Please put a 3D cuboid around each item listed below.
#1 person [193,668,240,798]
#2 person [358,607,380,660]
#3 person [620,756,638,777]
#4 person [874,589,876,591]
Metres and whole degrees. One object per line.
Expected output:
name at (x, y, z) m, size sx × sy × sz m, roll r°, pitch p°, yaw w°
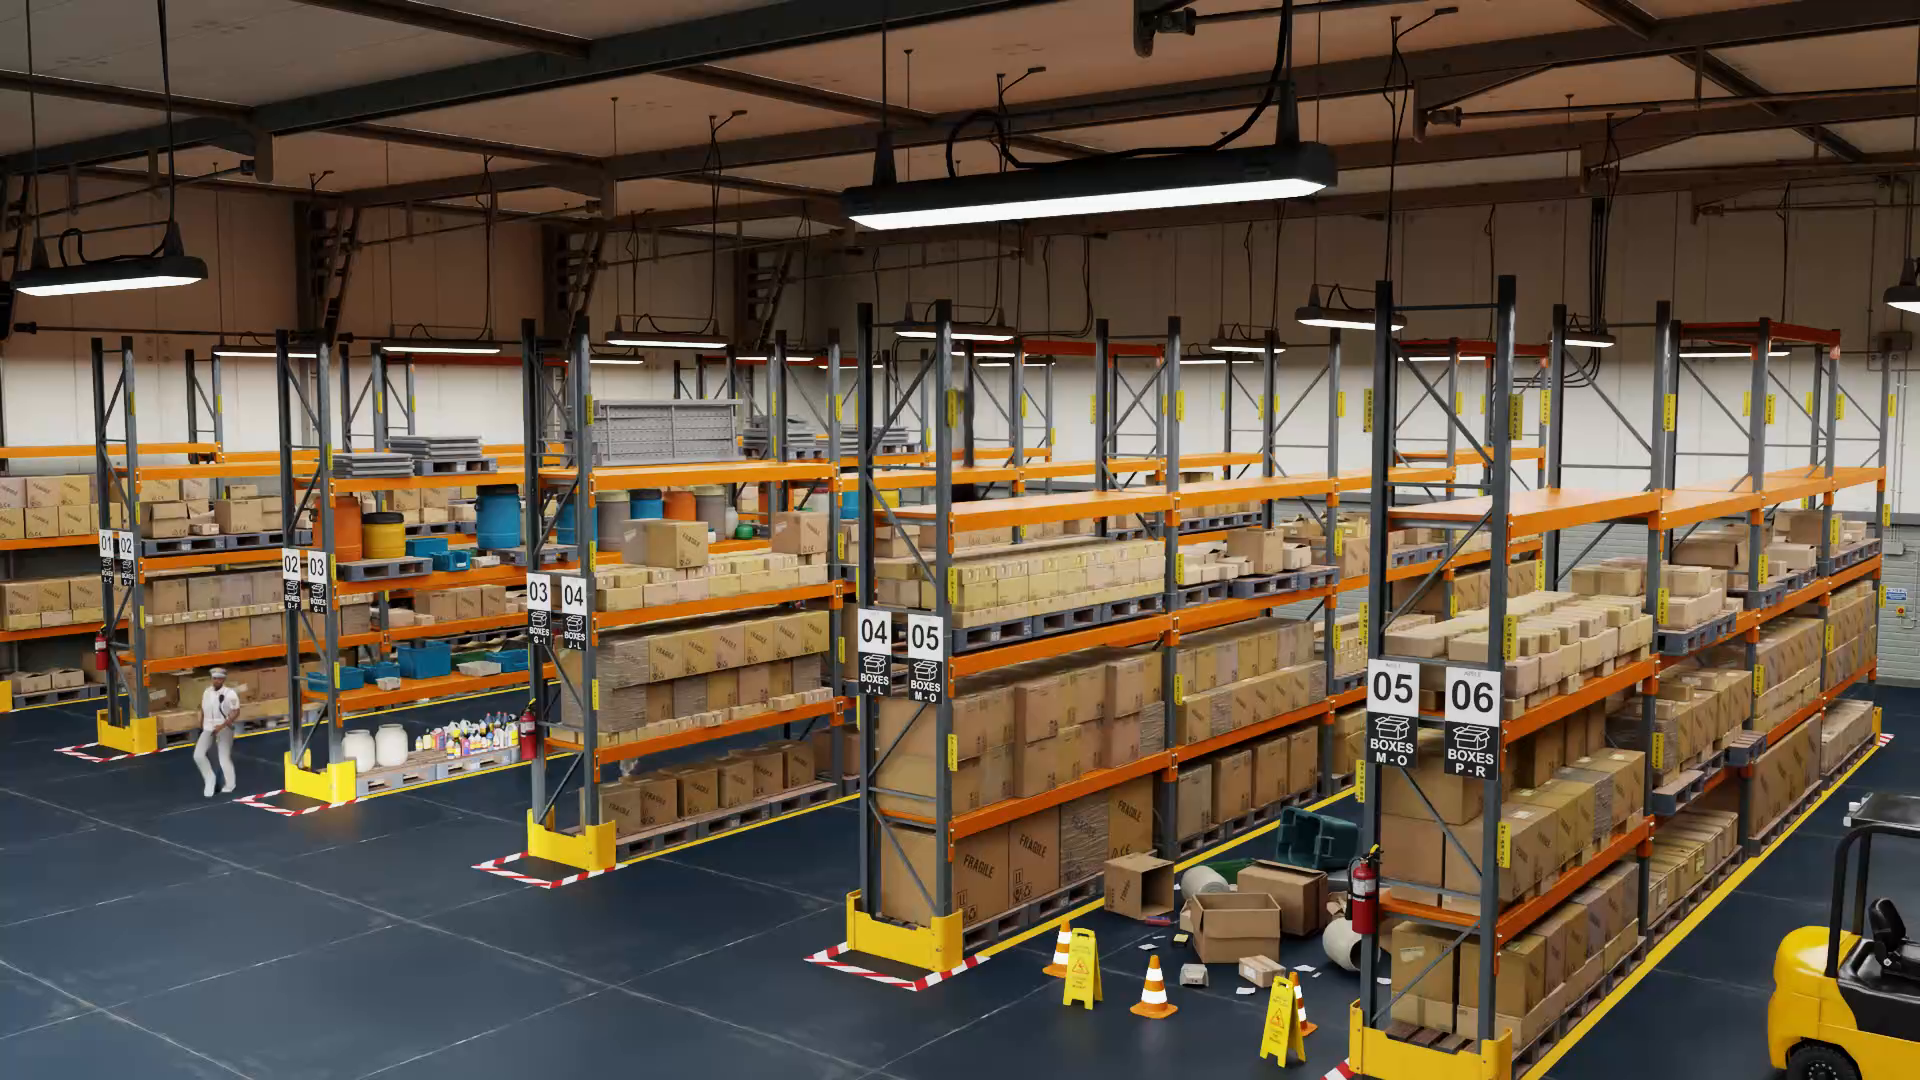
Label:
person at (-9.578, 2.471, 21.441) m, size 0.590 × 1.685 × 0.628 m, roll 0°, pitch 5°, yaw 5°
person at (-10.724, 1.775, 29.997) m, size 0.693 × 1.571 × 0.881 m, roll 1°, pitch 5°, yaw 15°
person at (-4.536, 2.387, 22.523) m, size 0.507 × 1.693 × 0.809 m, roll 1°, pitch 5°, yaw 16°
person at (-1.945, 1.005, 37.911) m, size 0.768 × 1.748 × 0.696 m, roll 4°, pitch 7°, yaw 42°
